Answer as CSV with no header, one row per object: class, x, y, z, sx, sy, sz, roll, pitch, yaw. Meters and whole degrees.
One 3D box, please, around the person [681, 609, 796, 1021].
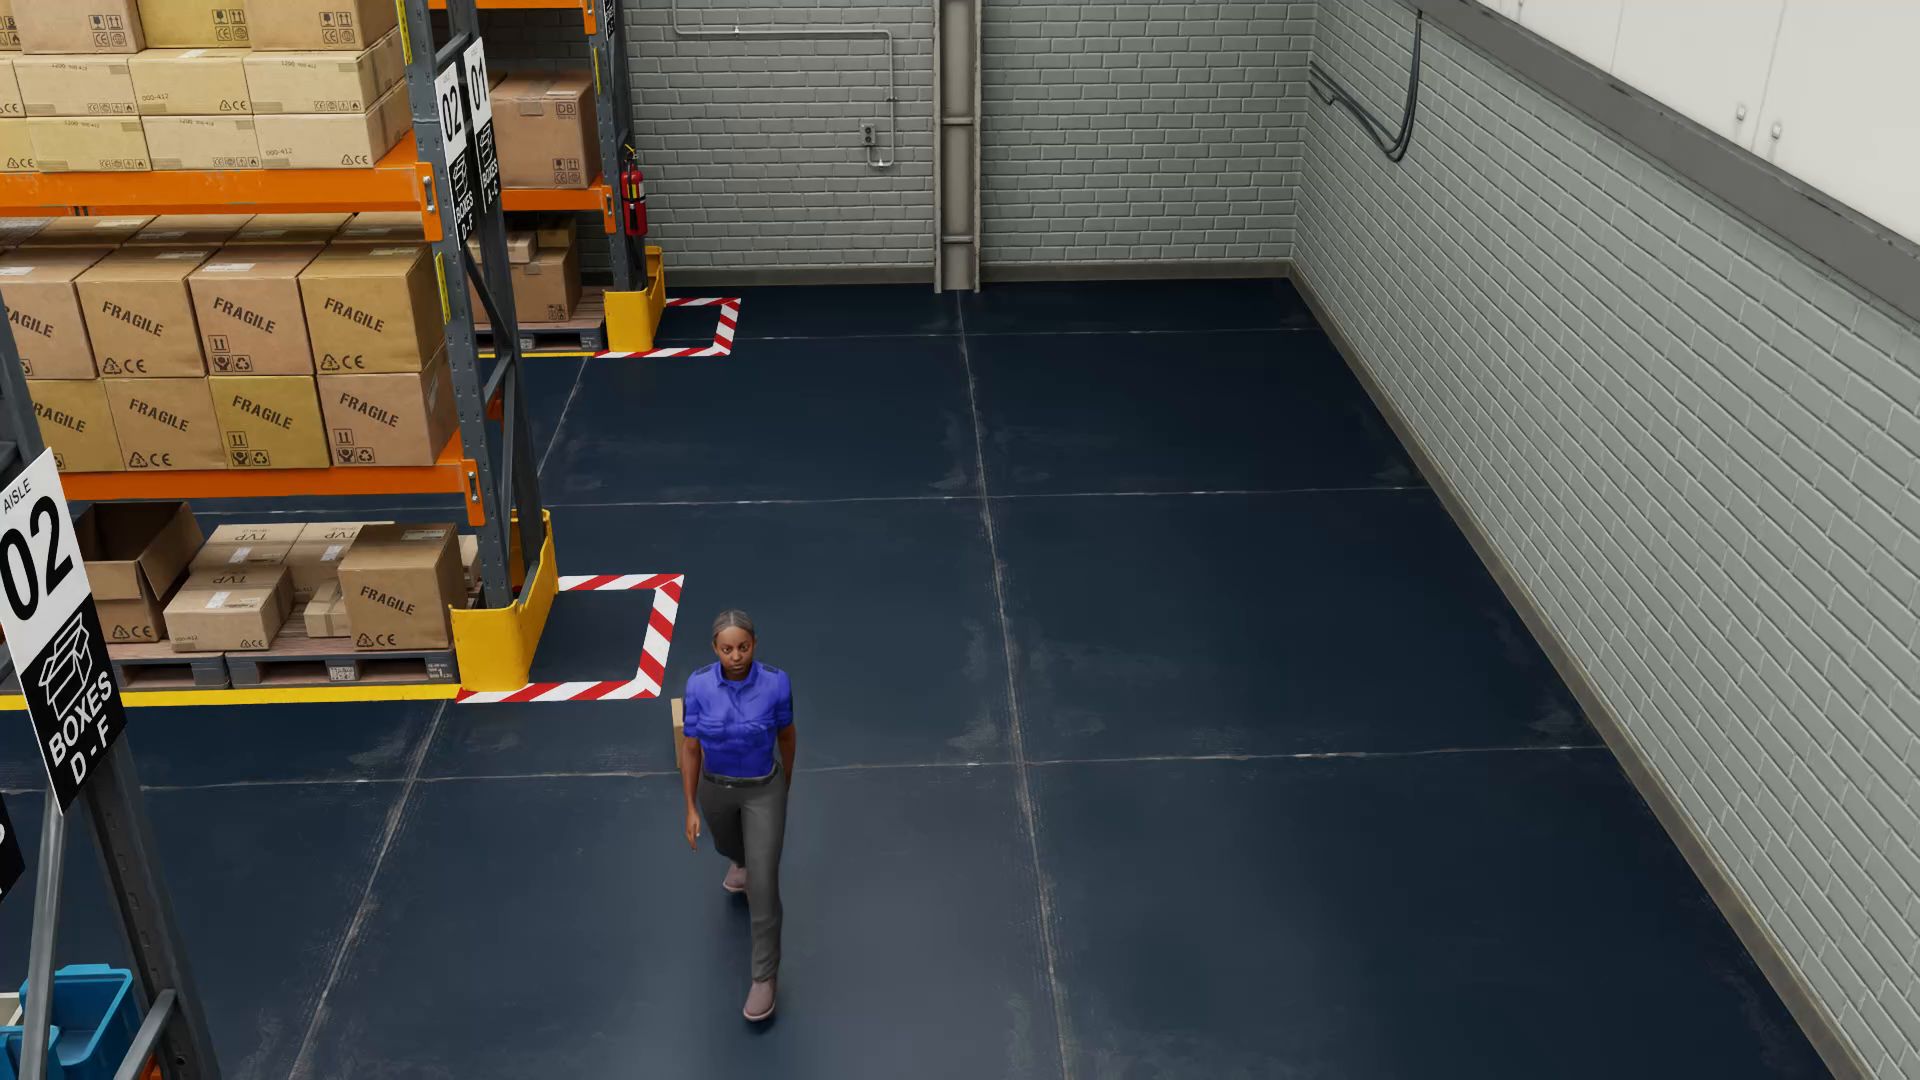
person,-0.881,0.999,6.712,0.429,1.599,1.005,2,28,4
